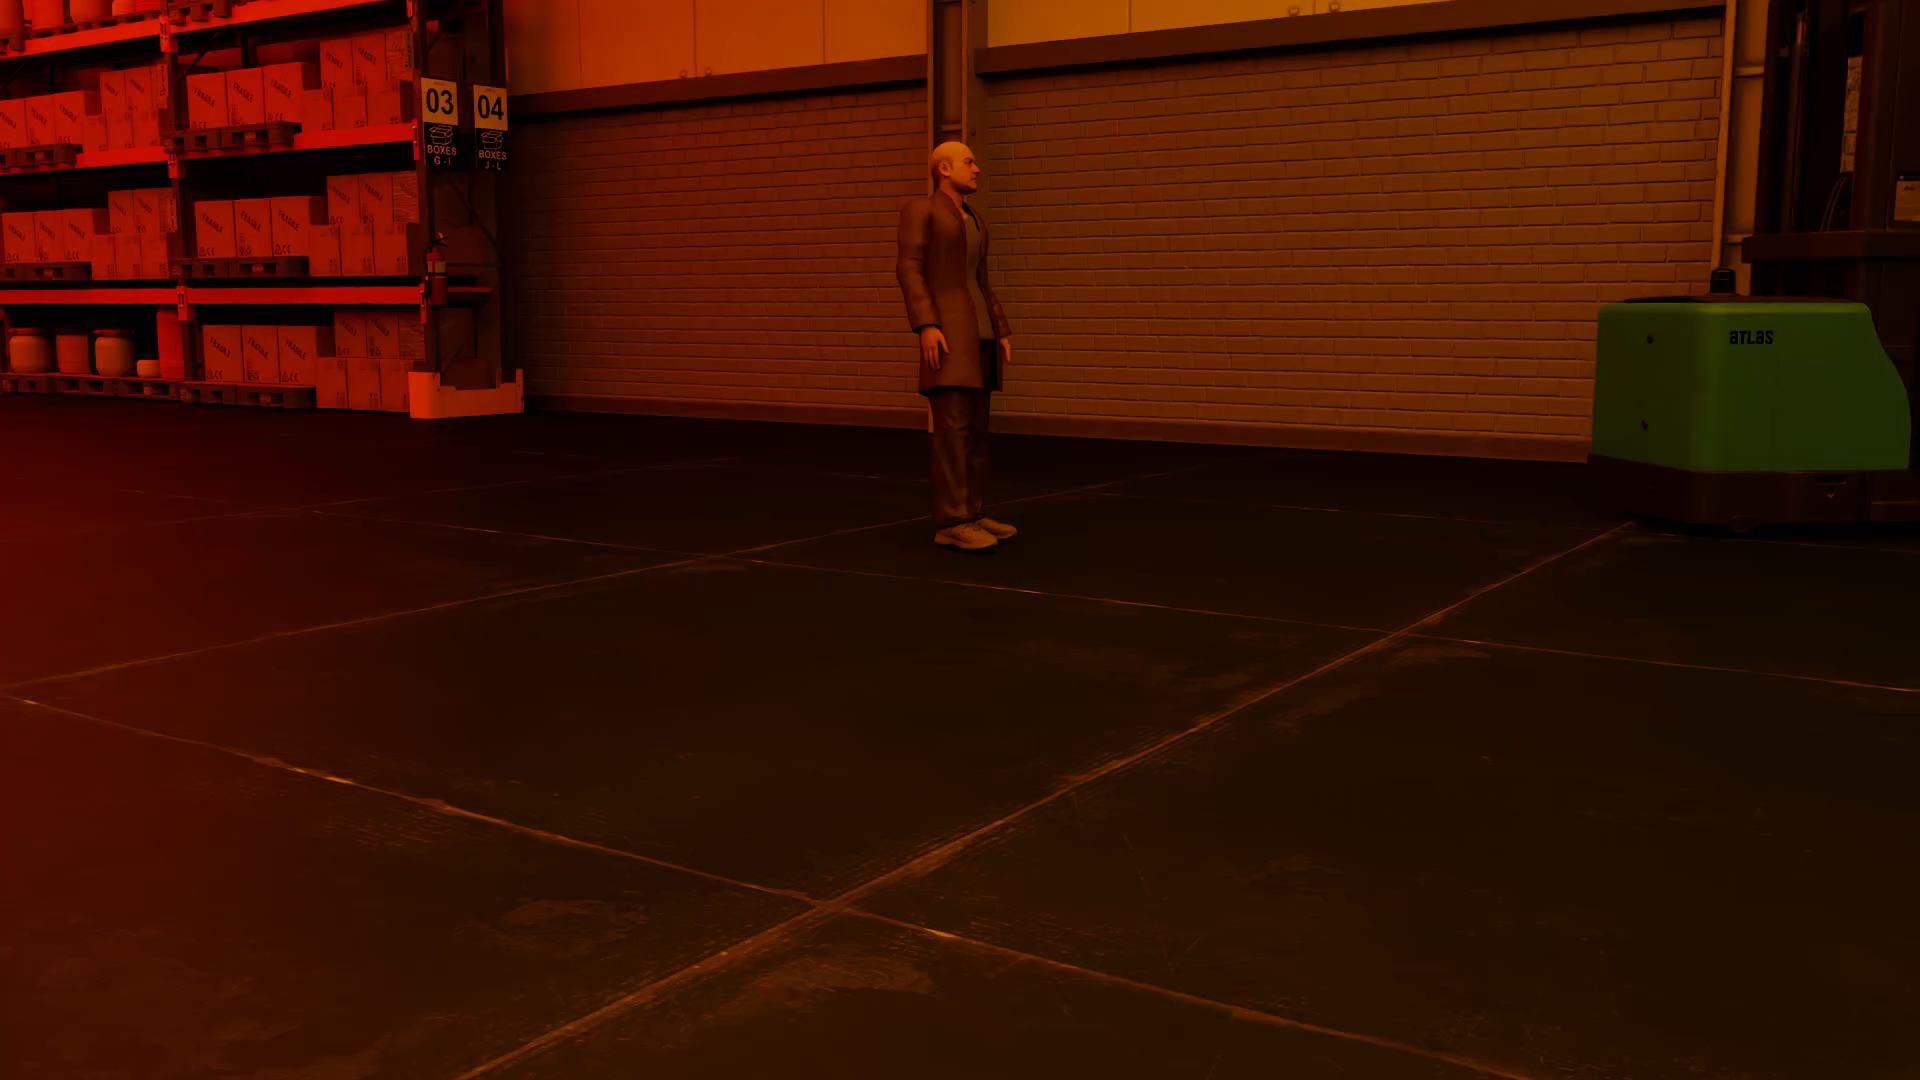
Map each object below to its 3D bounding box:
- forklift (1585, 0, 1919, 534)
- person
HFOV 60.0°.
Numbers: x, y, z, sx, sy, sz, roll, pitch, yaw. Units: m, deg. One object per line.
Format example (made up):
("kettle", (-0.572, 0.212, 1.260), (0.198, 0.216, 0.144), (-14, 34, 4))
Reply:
("forklift", (4.764, -1.550, 8.094), (3.031, 2.935, 1.130), (-1, 8, -8))
("person", (0.074, -0.854, 7.427), (0.579, 1.726, 0.698), (5, 10, 34))
